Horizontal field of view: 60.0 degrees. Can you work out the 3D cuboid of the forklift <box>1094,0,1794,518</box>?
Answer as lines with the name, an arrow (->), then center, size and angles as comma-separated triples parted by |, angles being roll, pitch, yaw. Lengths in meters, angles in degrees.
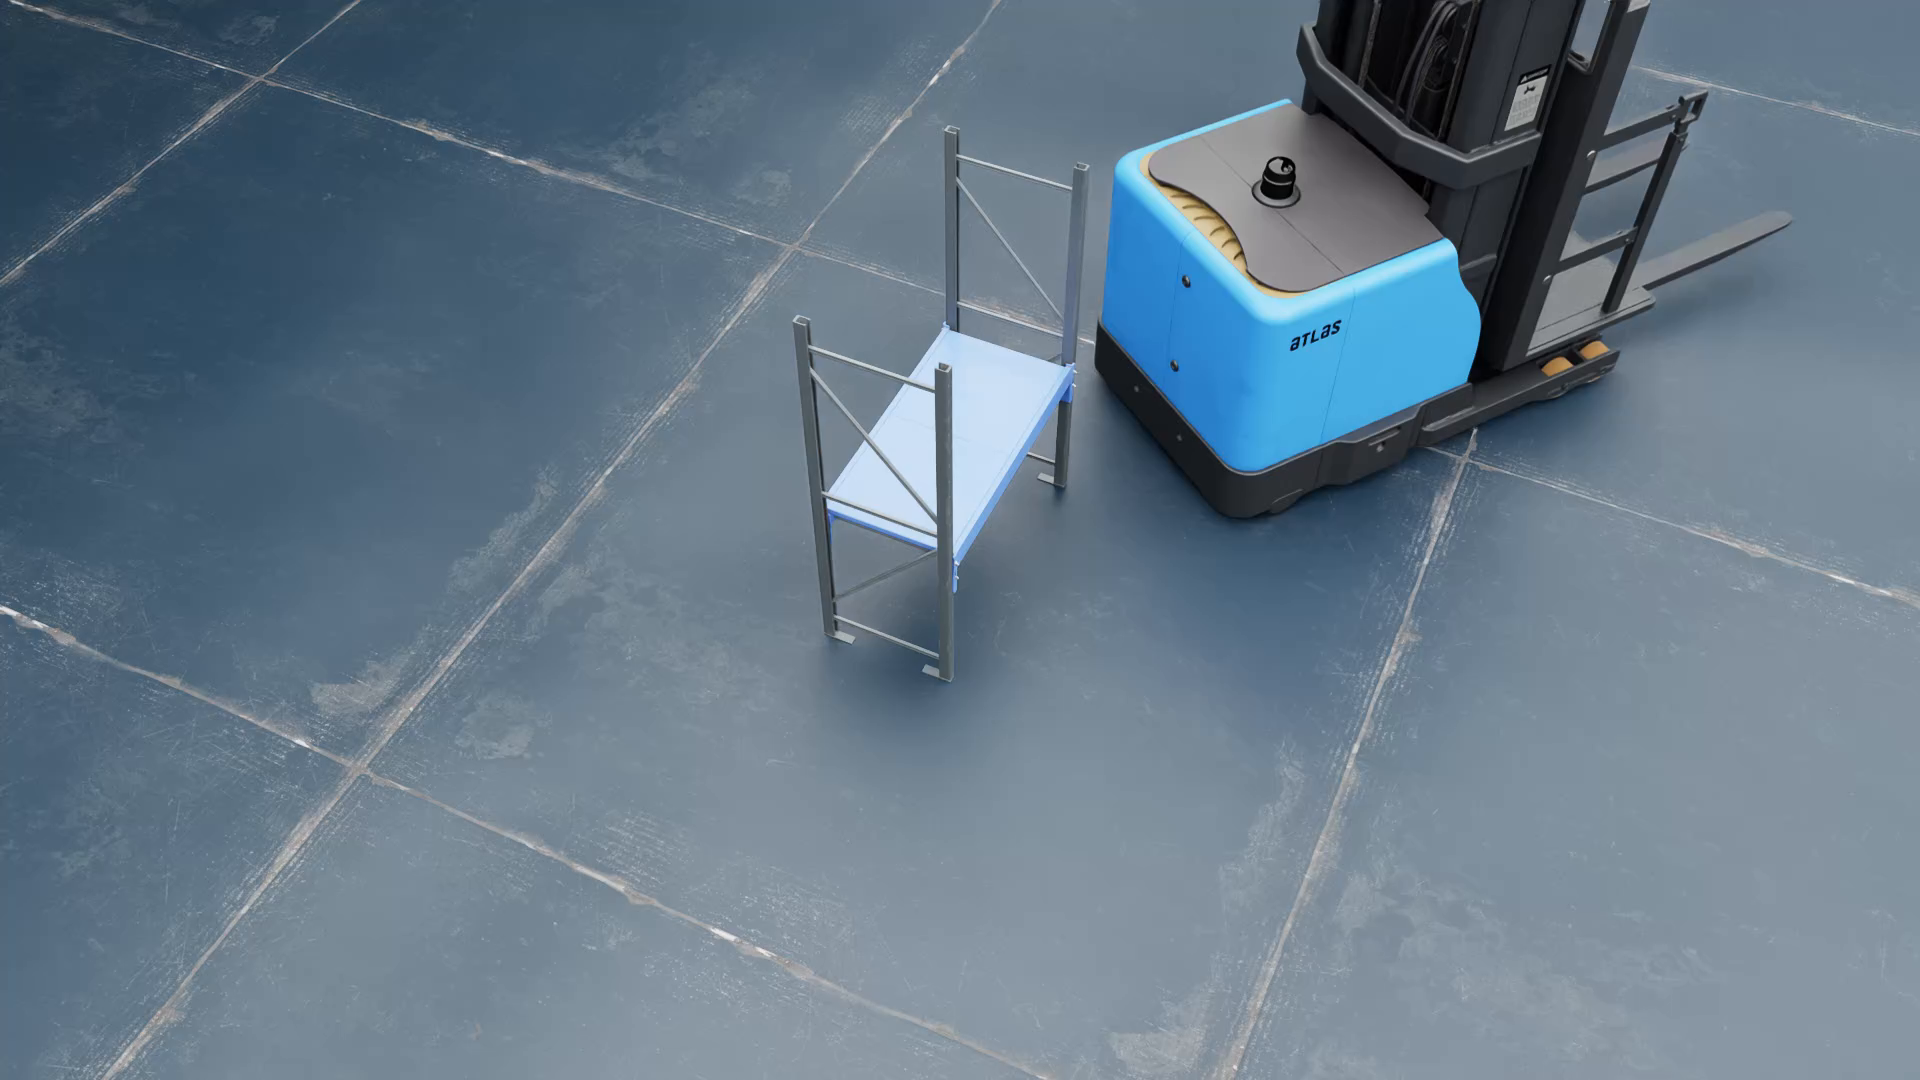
forklift -> 2.089, -1.858, 5.906 | 3.031, 2.935, 1.130 | -23, 53, -18

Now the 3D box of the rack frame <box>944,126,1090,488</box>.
rack frame -> 0.181, -0.777, 5.927 | 0.500, 1.500, 0.032 | 20, 52, 16

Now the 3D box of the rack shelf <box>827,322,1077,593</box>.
rack shelf -> -0.036, -0.311, 5.766 | 0.538, 0.185, 1.000 | 20, 52, 16

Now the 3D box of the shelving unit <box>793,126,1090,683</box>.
shelving unit -> -0.036, -0.427, 5.629 | 0.538, 1.500, 1.048 | 20, 52, 16

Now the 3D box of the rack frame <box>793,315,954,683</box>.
rack frame -> -0.254, -0.077, 5.331 | 0.500, 1.500, 0.032 | 20, 52, 16
